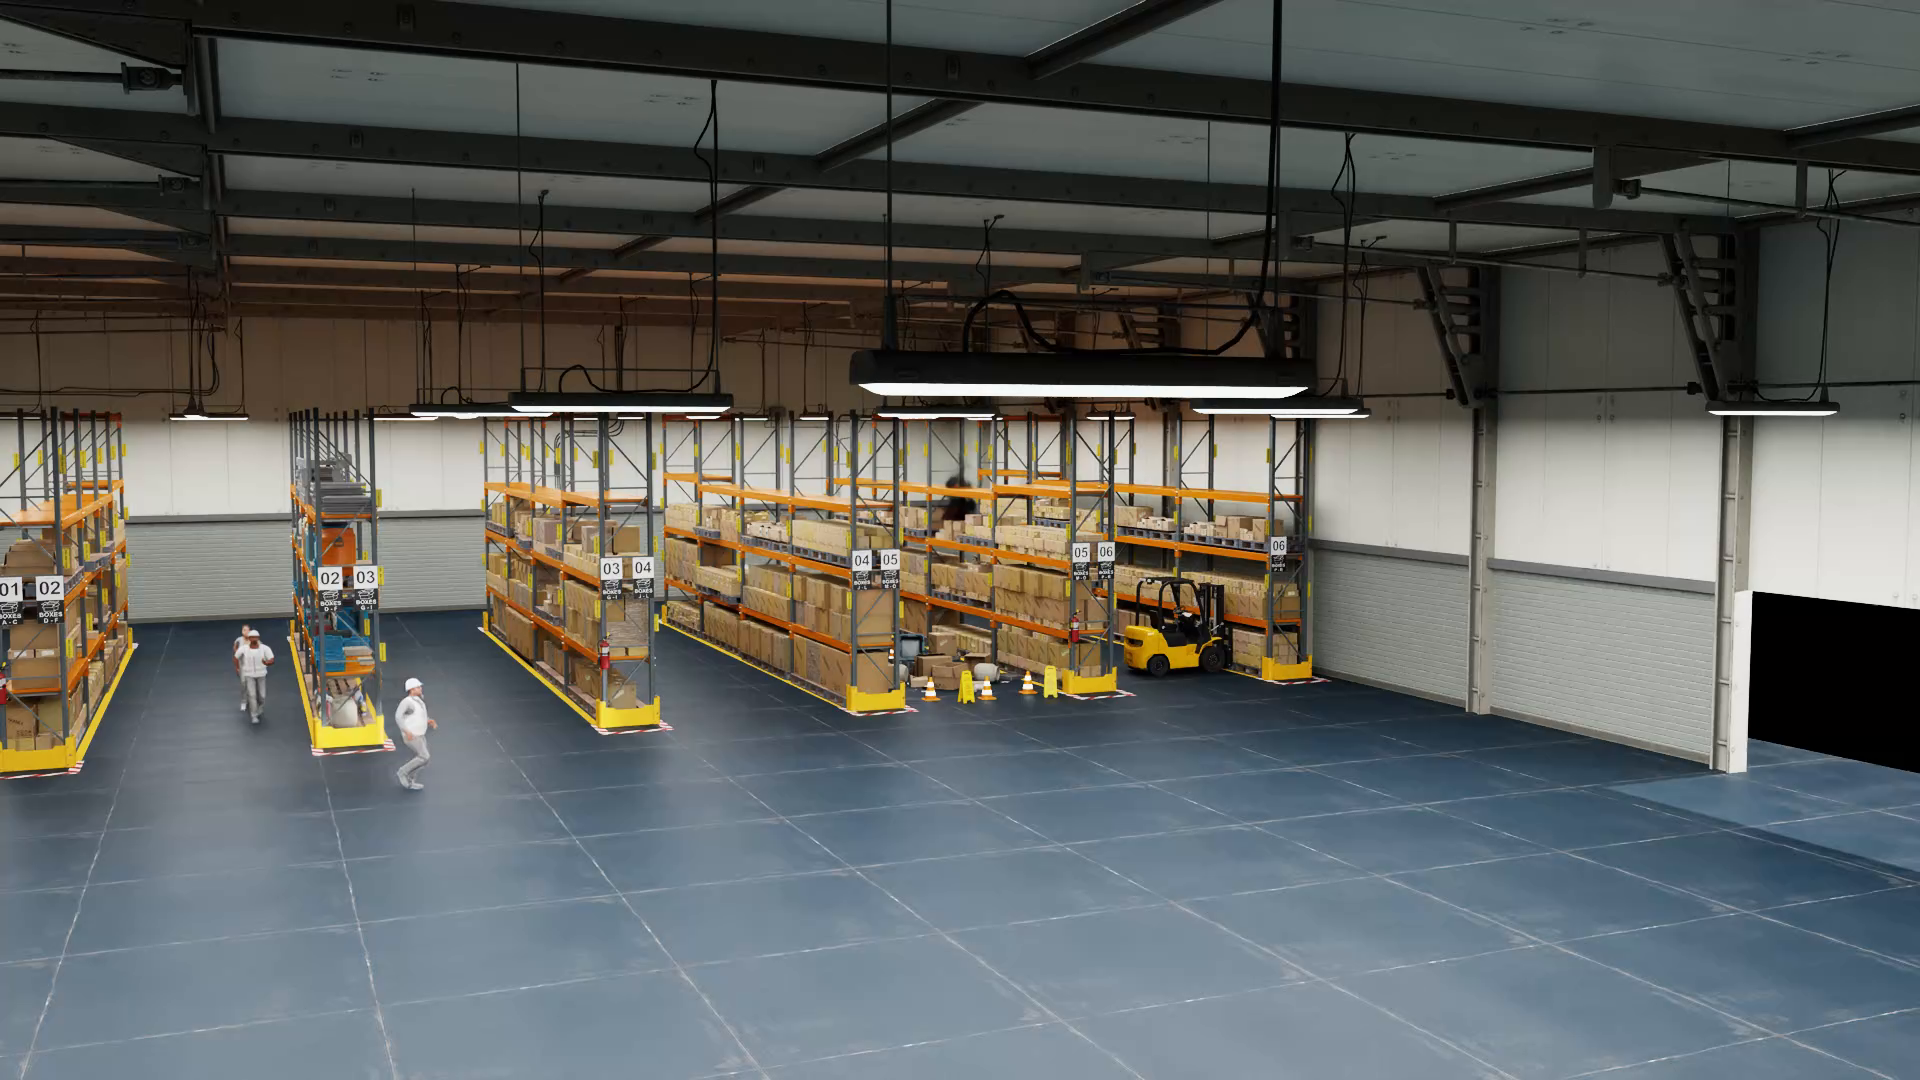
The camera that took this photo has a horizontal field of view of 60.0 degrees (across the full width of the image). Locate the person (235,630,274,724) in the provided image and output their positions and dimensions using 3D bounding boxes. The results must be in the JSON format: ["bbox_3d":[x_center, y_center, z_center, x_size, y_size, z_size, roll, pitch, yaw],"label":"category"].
[{"bbox_3d":[-13.519,2.599,31.894,0.678,1.747,0.963,-2,5,-28],"label":"person"}]

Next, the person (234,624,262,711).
[{"bbox_3d":[-14.311,2.542,33.494,0.561,1.718,0.768,-2,4,-21],"label":"person"}]

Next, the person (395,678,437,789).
[{"bbox_3d":[-8.511,3.030,26.048,0.571,1.740,0.672,0,4,1],"label":"person"}]
